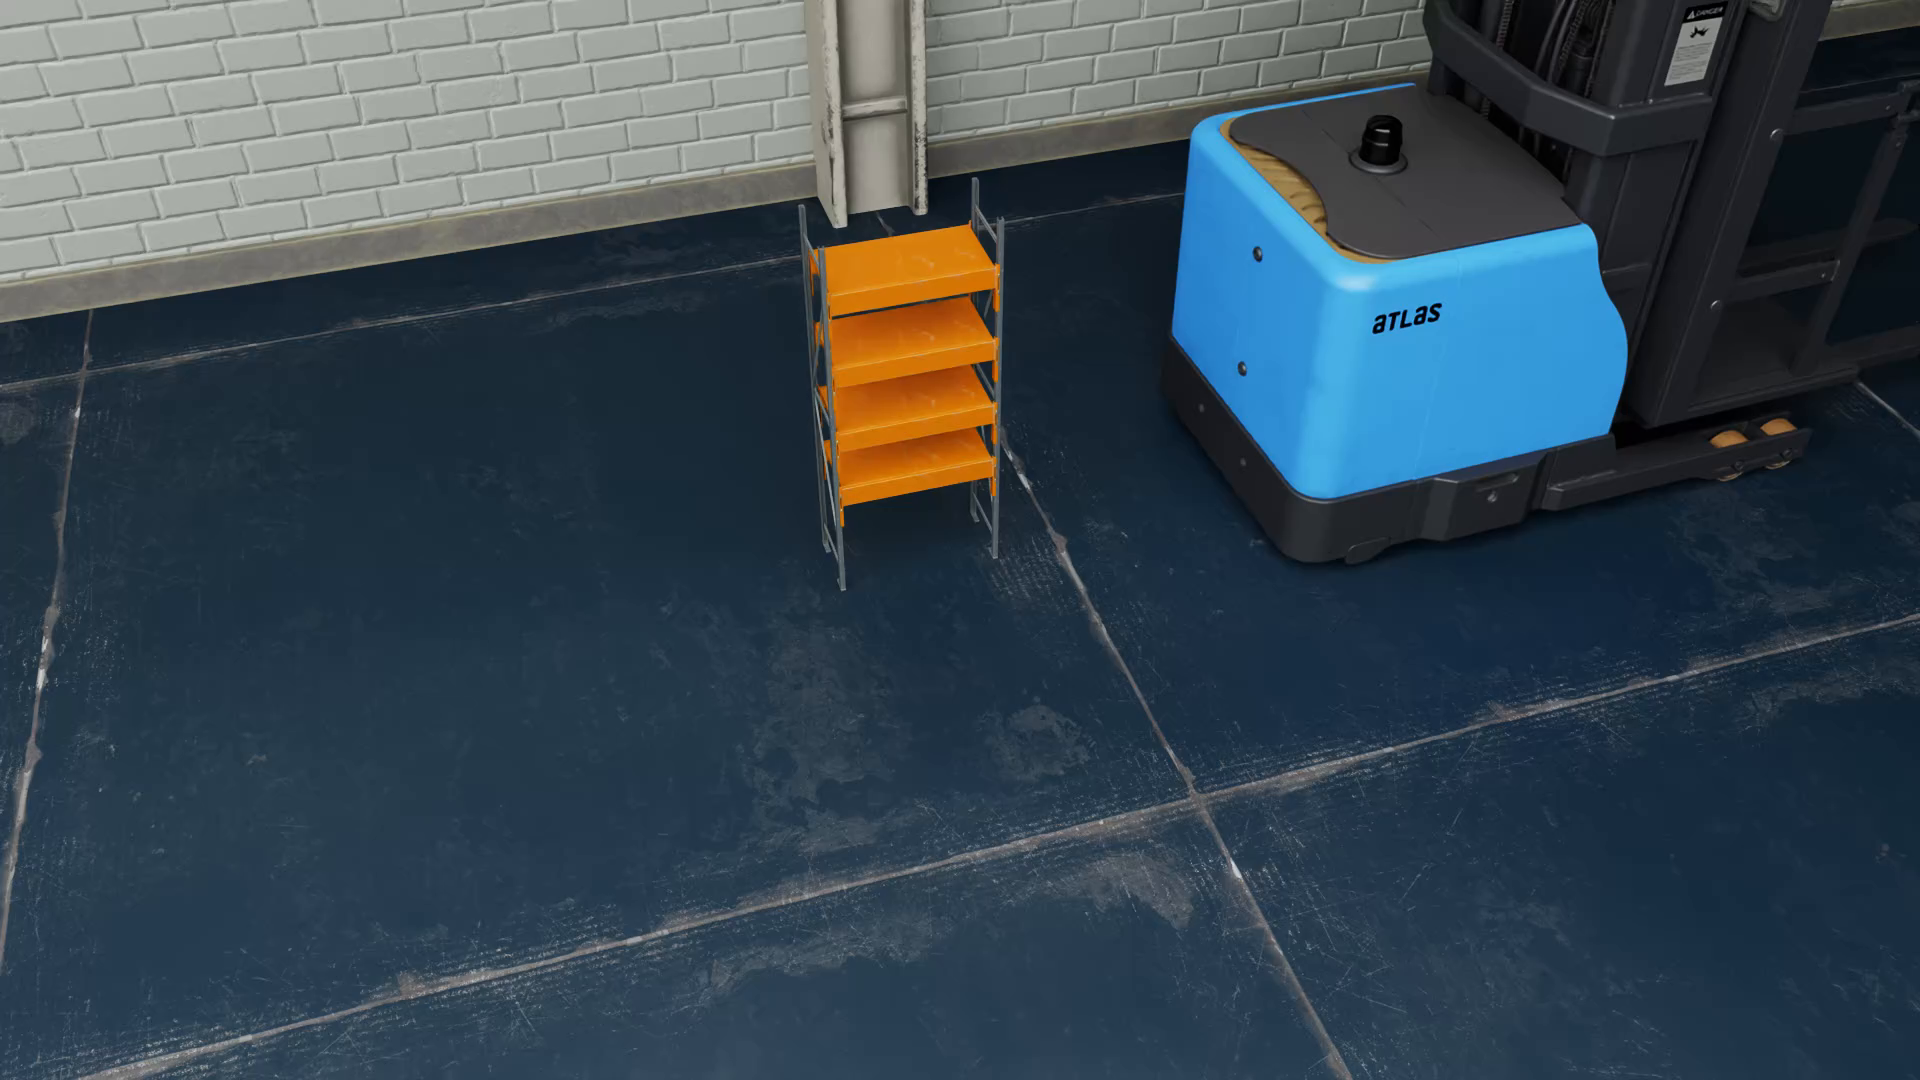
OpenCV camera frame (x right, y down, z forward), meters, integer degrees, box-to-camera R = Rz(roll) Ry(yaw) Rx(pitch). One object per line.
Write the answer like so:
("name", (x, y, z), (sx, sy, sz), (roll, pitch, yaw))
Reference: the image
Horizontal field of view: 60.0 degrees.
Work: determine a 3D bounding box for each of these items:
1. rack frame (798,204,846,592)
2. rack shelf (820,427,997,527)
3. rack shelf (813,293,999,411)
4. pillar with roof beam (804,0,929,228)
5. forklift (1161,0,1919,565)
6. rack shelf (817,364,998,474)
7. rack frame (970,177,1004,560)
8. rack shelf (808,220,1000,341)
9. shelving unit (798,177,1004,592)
("rack frame", (-0.391, -0.371, 4.763), (0.015, 1.200, 0.240), (-12, 42, -13))
("rack shelf", (-0.158, -0.219, 4.993), (0.480, 0.148, 0.258), (-12, 42, -13))
("rack shelf", (-0.158, -0.537, 4.715), (0.480, 0.148, 0.258), (-12, 42, -13))
("pillar with roof beam", (0.931, -2.075, 0.786), (0.400, 9.000, 9.100), (-12, 42, -13))
("forklift", (2.268, -1.614, 4.869), (3.031, 2.935, 1.130), (-13, 43, -14))
("rack shelf", (-0.158, -0.368, 4.862), (0.480, 0.148, 0.258), (-12, 42, -13))
("rack frame", (0.075, -0.467, 4.873), (0.015, 1.200, 0.240), (-12, 42, -13))
("rack shelf", (-0.158, -0.715, 4.559), (0.480, 0.148, 0.258), (-12, 42, -13))
("shelving unit", (-0.158, -0.419, 4.818), (0.503, 1.200, 0.258), (-12, 42, -13))
